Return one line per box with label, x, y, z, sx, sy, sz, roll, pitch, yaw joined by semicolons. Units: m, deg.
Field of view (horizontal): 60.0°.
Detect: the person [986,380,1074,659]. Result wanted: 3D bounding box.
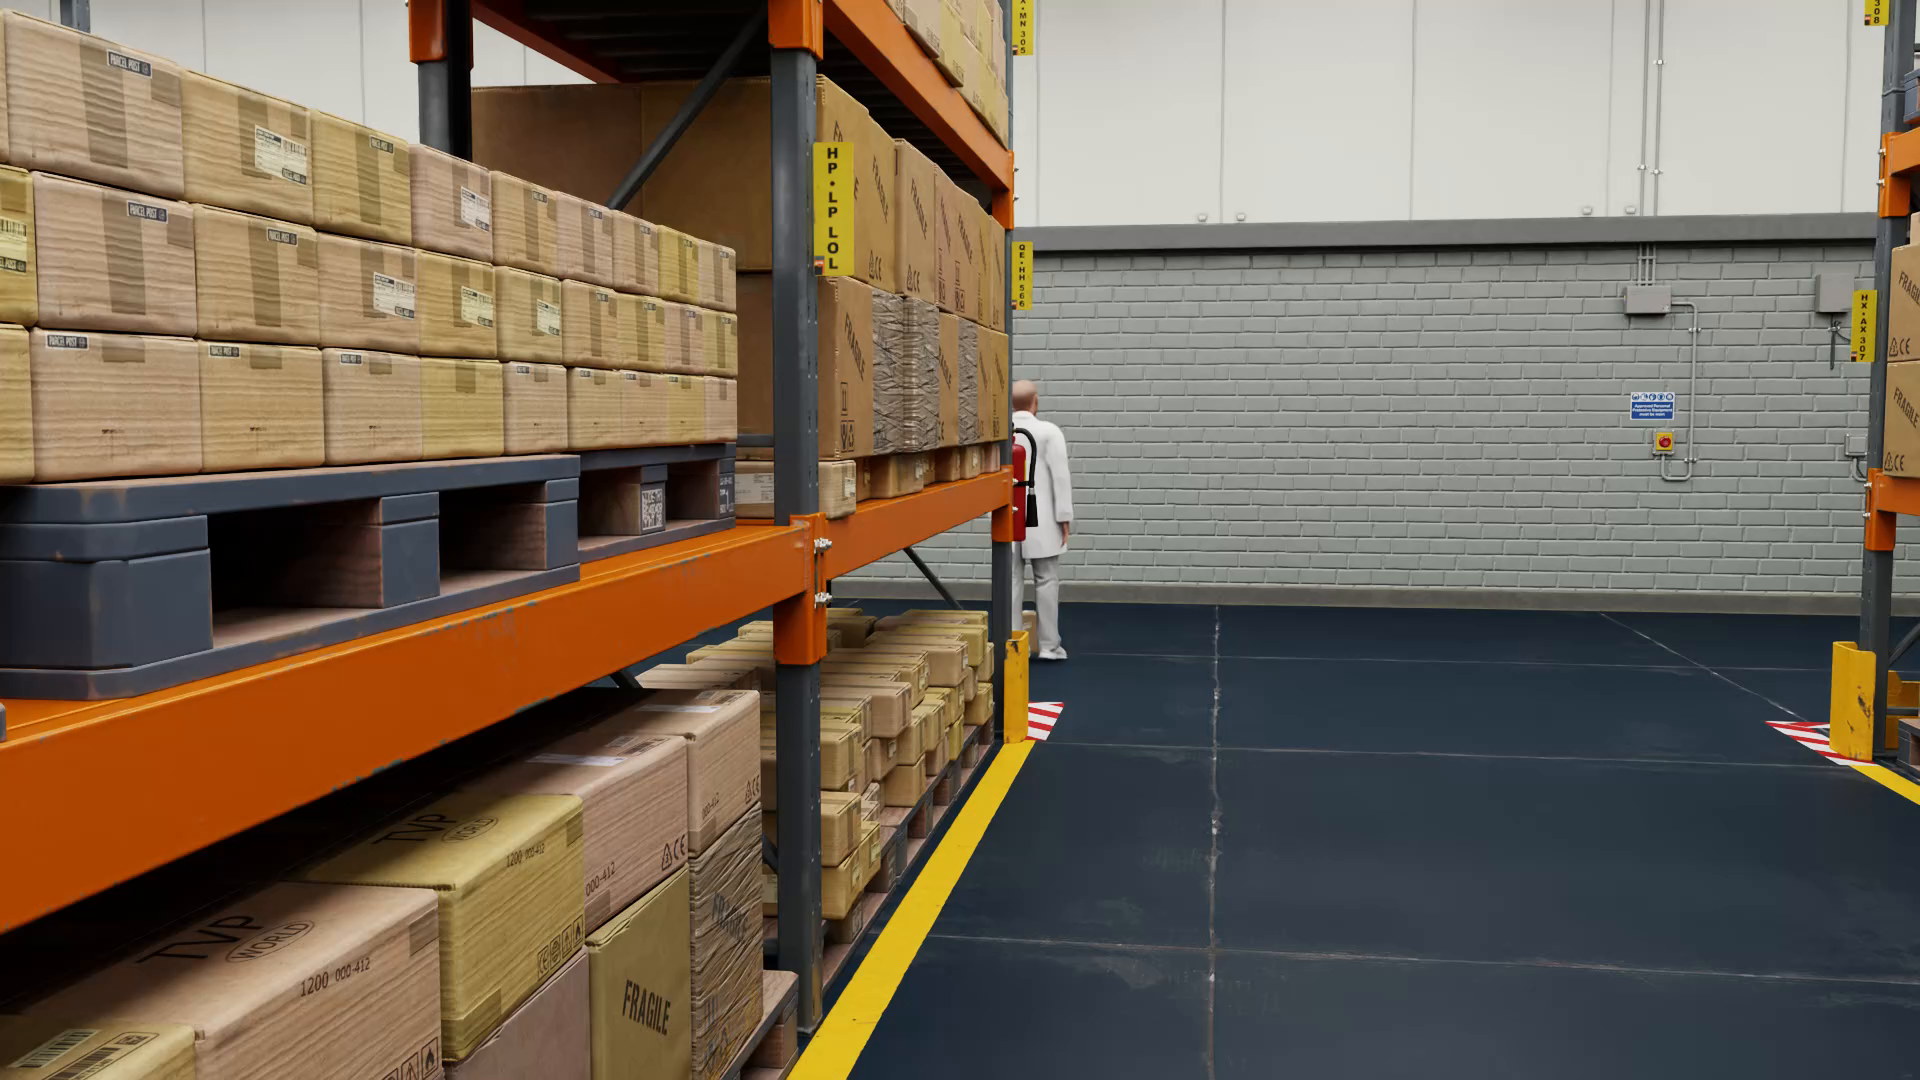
person;0.446;-0.114;10.569;0.598;1.801;0.590;1;5;18
